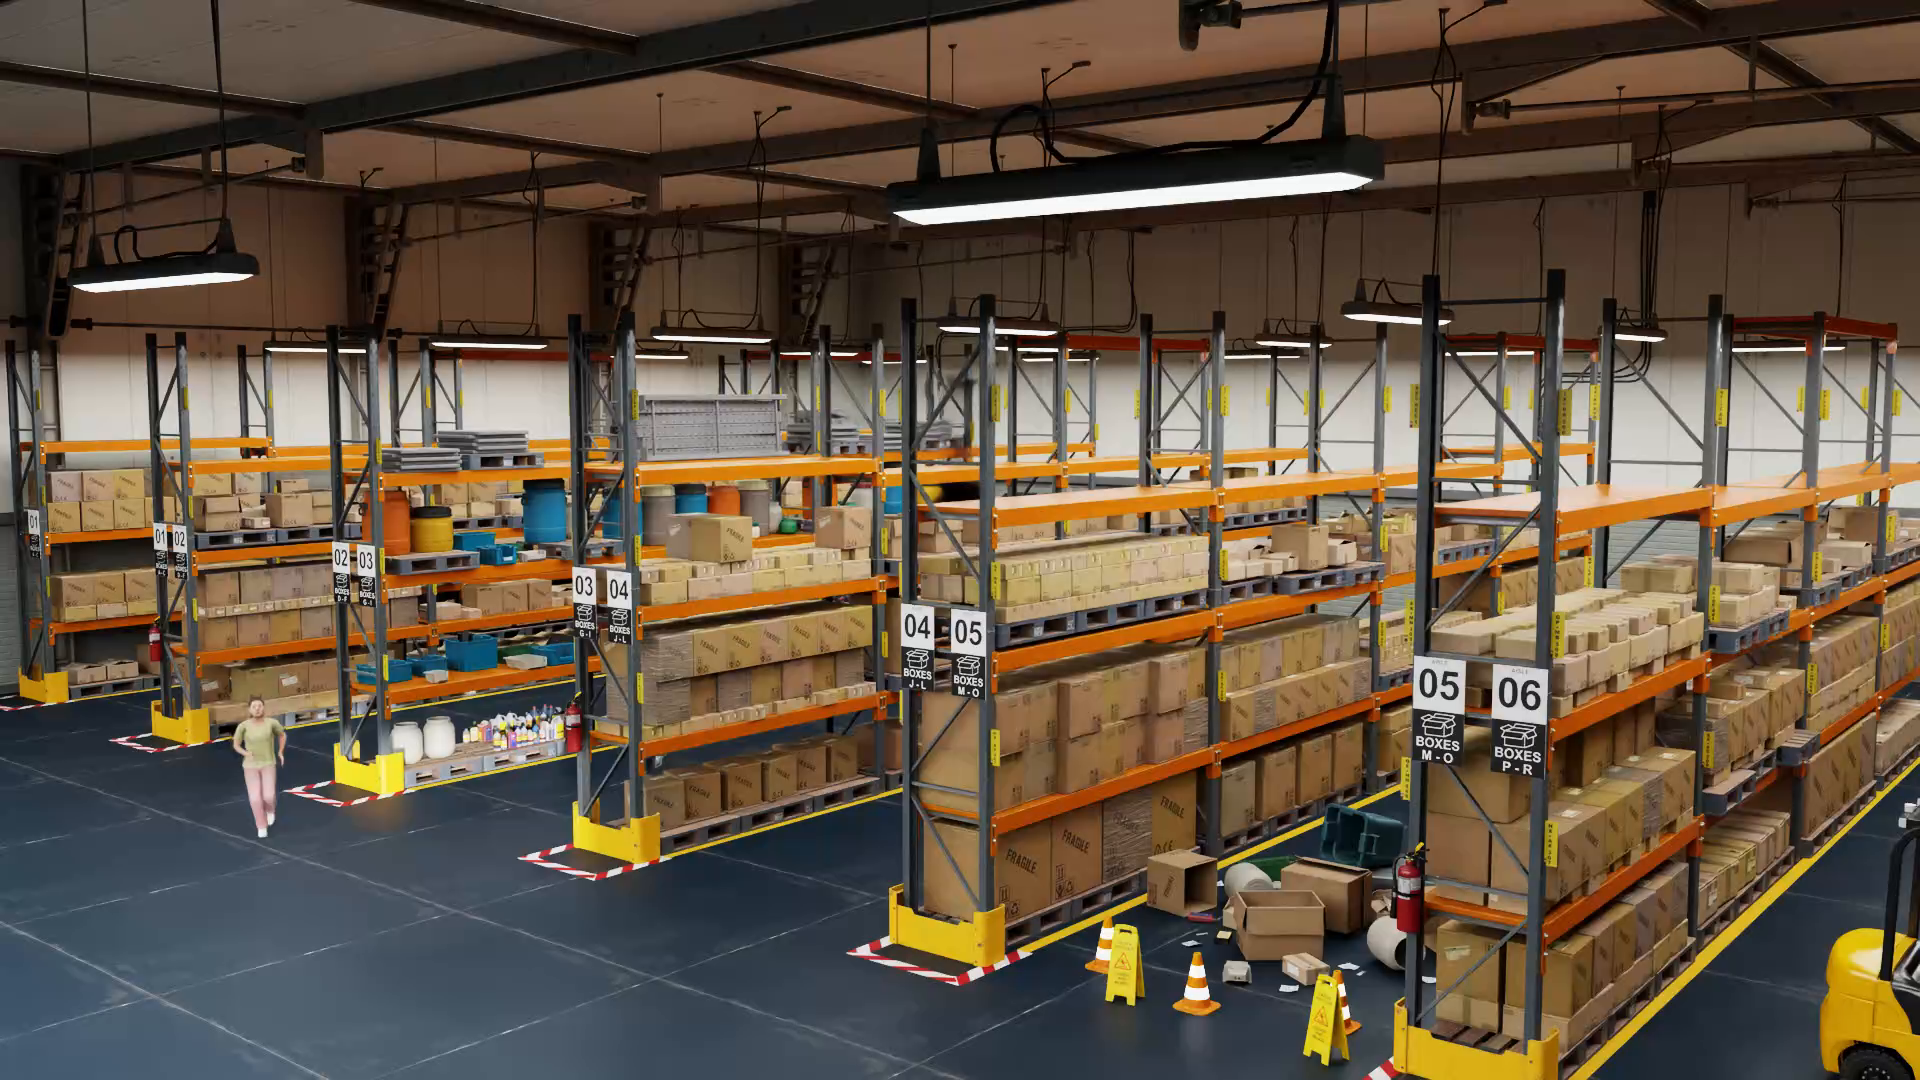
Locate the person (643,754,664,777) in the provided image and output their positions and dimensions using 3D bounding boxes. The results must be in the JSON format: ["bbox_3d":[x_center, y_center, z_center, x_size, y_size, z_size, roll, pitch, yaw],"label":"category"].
[{"bbox_3d":[-4.108,2.362,22.084,0.537,1.586,0.881,1,5,15],"label":"person"}]

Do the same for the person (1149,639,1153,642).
[{"bbox_3d":[2.607,2.141,23.556,0.653,1.793,0.902,3,6,30],"label":"person"}]

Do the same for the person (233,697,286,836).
[{"bbox_3d":[-8.099,2.624,19.251,0.574,1.631,0.540,-2,6,-22],"label":"person"}]
